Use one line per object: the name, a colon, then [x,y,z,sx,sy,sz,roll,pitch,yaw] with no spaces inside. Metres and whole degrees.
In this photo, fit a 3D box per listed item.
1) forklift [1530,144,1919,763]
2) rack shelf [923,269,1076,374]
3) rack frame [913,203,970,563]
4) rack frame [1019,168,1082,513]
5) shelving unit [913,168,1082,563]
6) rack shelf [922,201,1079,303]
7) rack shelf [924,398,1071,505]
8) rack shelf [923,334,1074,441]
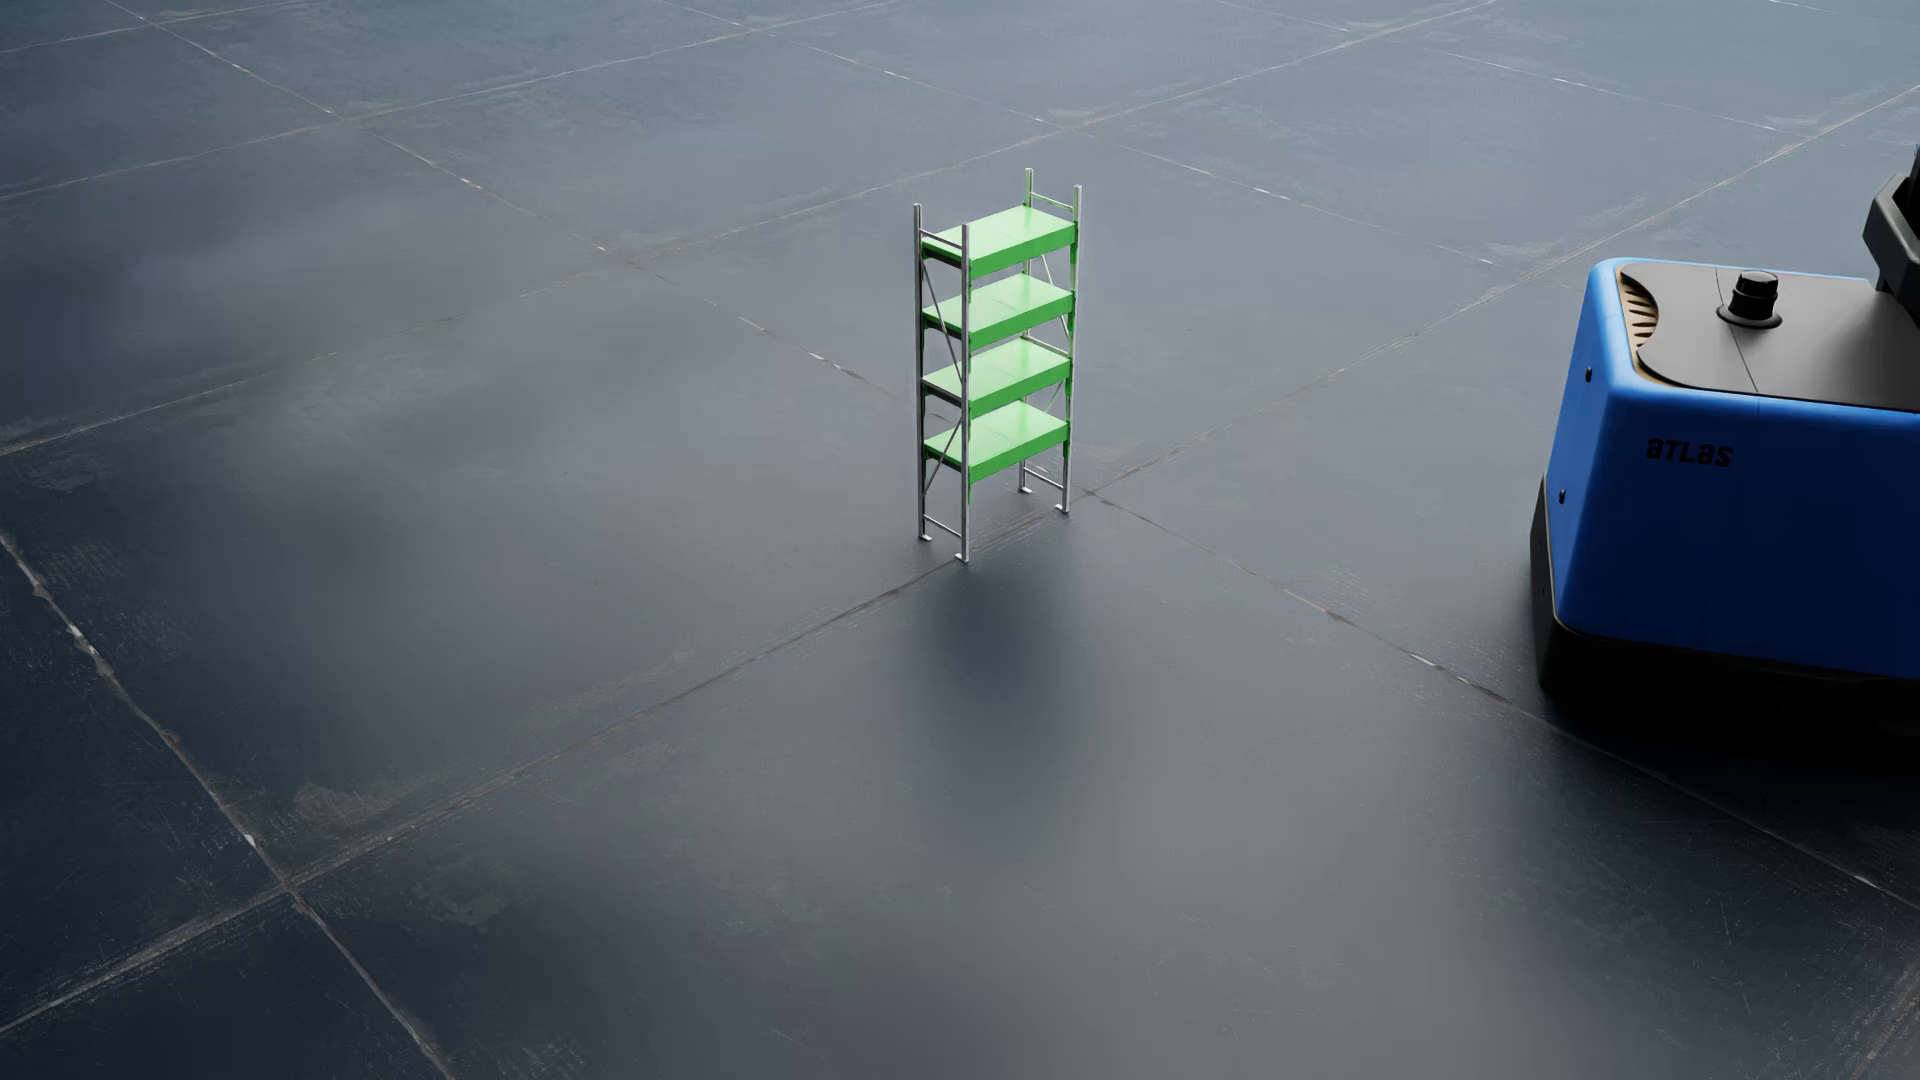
forklift: [3.286,-0.784,4.223,3.031,2.935,1.130,8,32,12]
rack shelf: [0.121,-0.721,5.441,0.480,0.148,0.258,-26,40,-35]
rack frame: [-0.058,-0.484,5.391,0.015,1.200,0.240,-26,40,-35]
rack frame: [0.300,-0.657,5.675,0.015,1.200,0.240,-26,40,-35]
shelving unit: [0.121,-0.571,5.533,0.503,1.200,0.258,-26,40,-35]
rack shelf: [0.121,-0.926,5.316,0.480,0.148,0.258,-26,40,-35]
rack shelf: [0.121,-0.311,5.692,0.480,0.148,0.258,-26,40,-35]
rack shelf: [0.121,-0.516,5.566,0.480,0.148,0.258,-26,40,-35]
